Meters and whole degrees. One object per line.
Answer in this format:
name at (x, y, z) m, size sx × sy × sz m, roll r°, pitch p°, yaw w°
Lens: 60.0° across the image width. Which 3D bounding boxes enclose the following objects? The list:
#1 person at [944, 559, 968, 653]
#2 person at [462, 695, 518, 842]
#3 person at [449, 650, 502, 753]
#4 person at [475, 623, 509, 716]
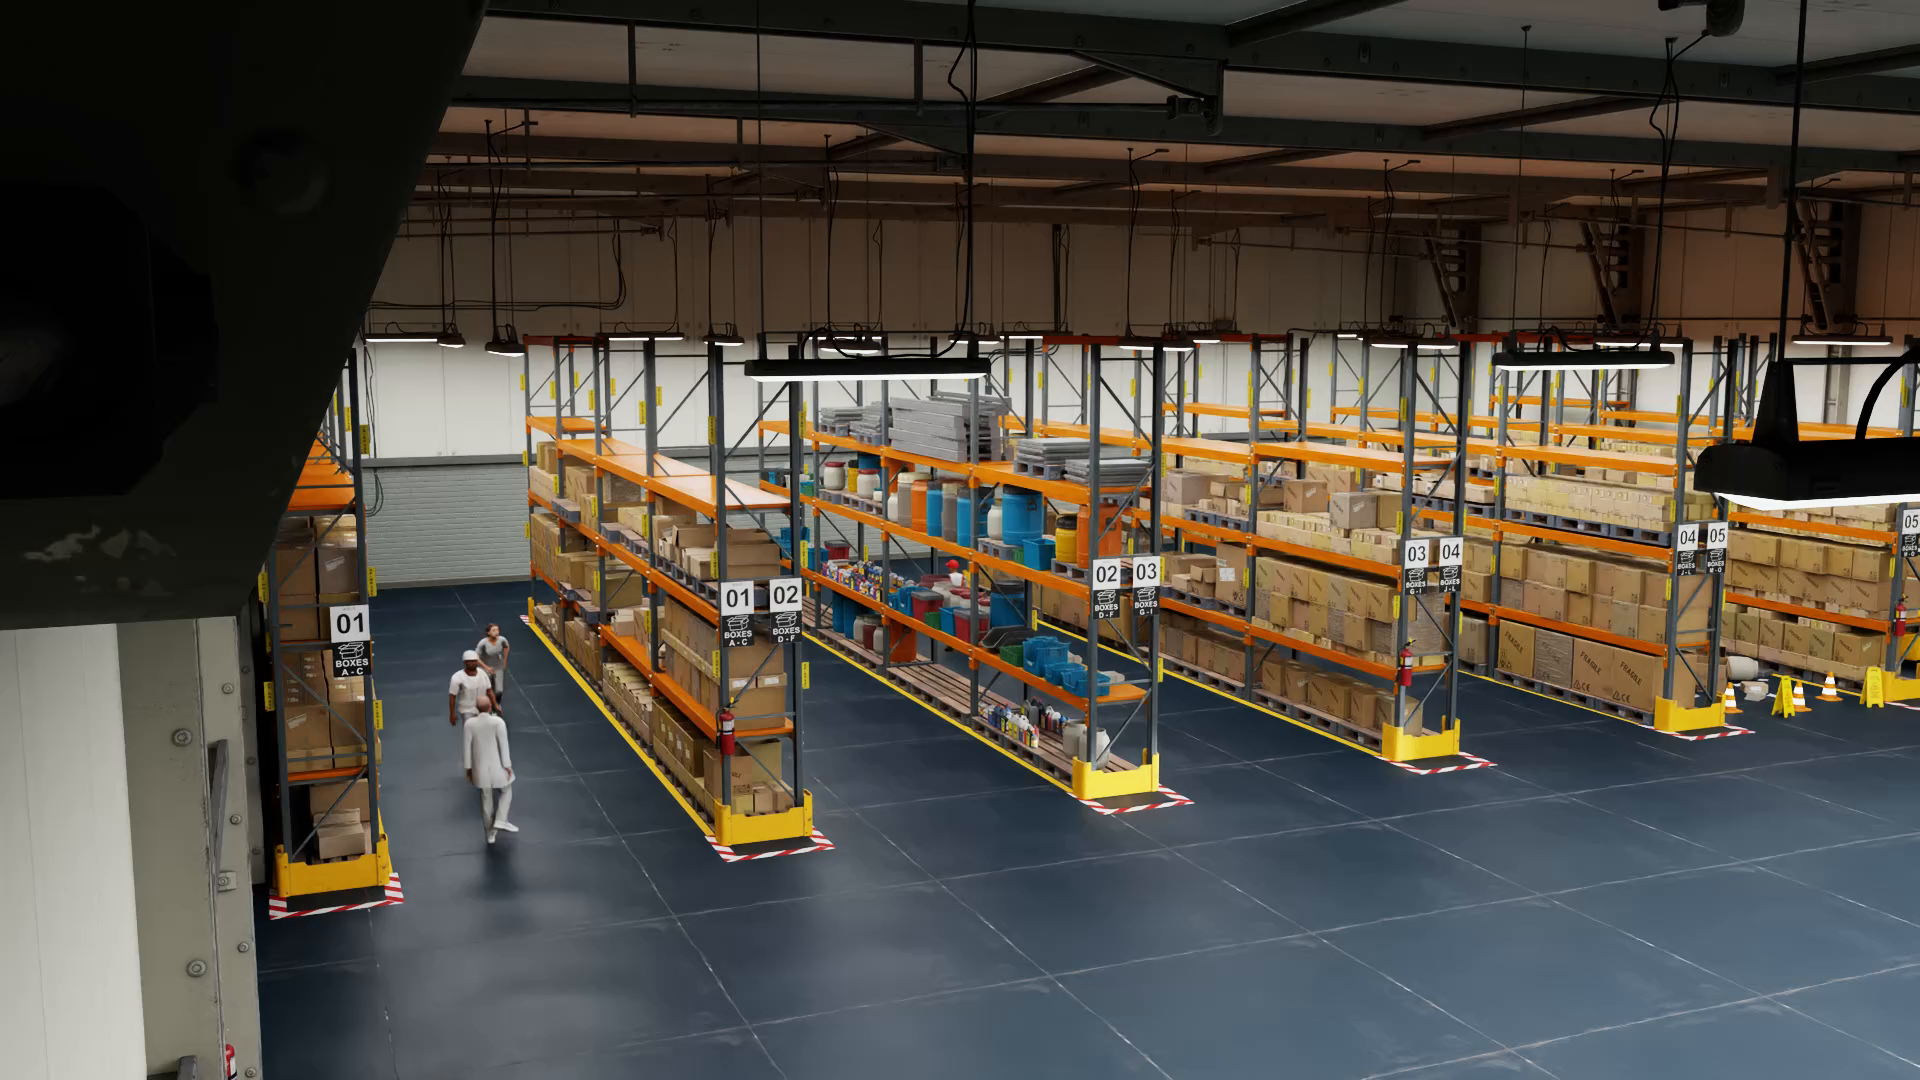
person at (-0.092, 1.254, 31.583) m, size 0.590 × 1.788 × 0.511 m, roll -2°, pitch 8°, yaw -18°
person at (-5.715, 2.773, 20.191) m, size 0.627 × 1.770 × 0.572 m, roll -2°, pitch 8°, yaw -11°
person at (-6.785, 2.387, 23.237) m, size 0.636 × 1.726 × 1.037 m, roll -7°, pitch 10°, yaw -42°
person at (-7.390, 2.061, 26.313) m, size 0.521 × 1.581 × 0.701 m, roll -2°, pitch 8°, yaw -14°
